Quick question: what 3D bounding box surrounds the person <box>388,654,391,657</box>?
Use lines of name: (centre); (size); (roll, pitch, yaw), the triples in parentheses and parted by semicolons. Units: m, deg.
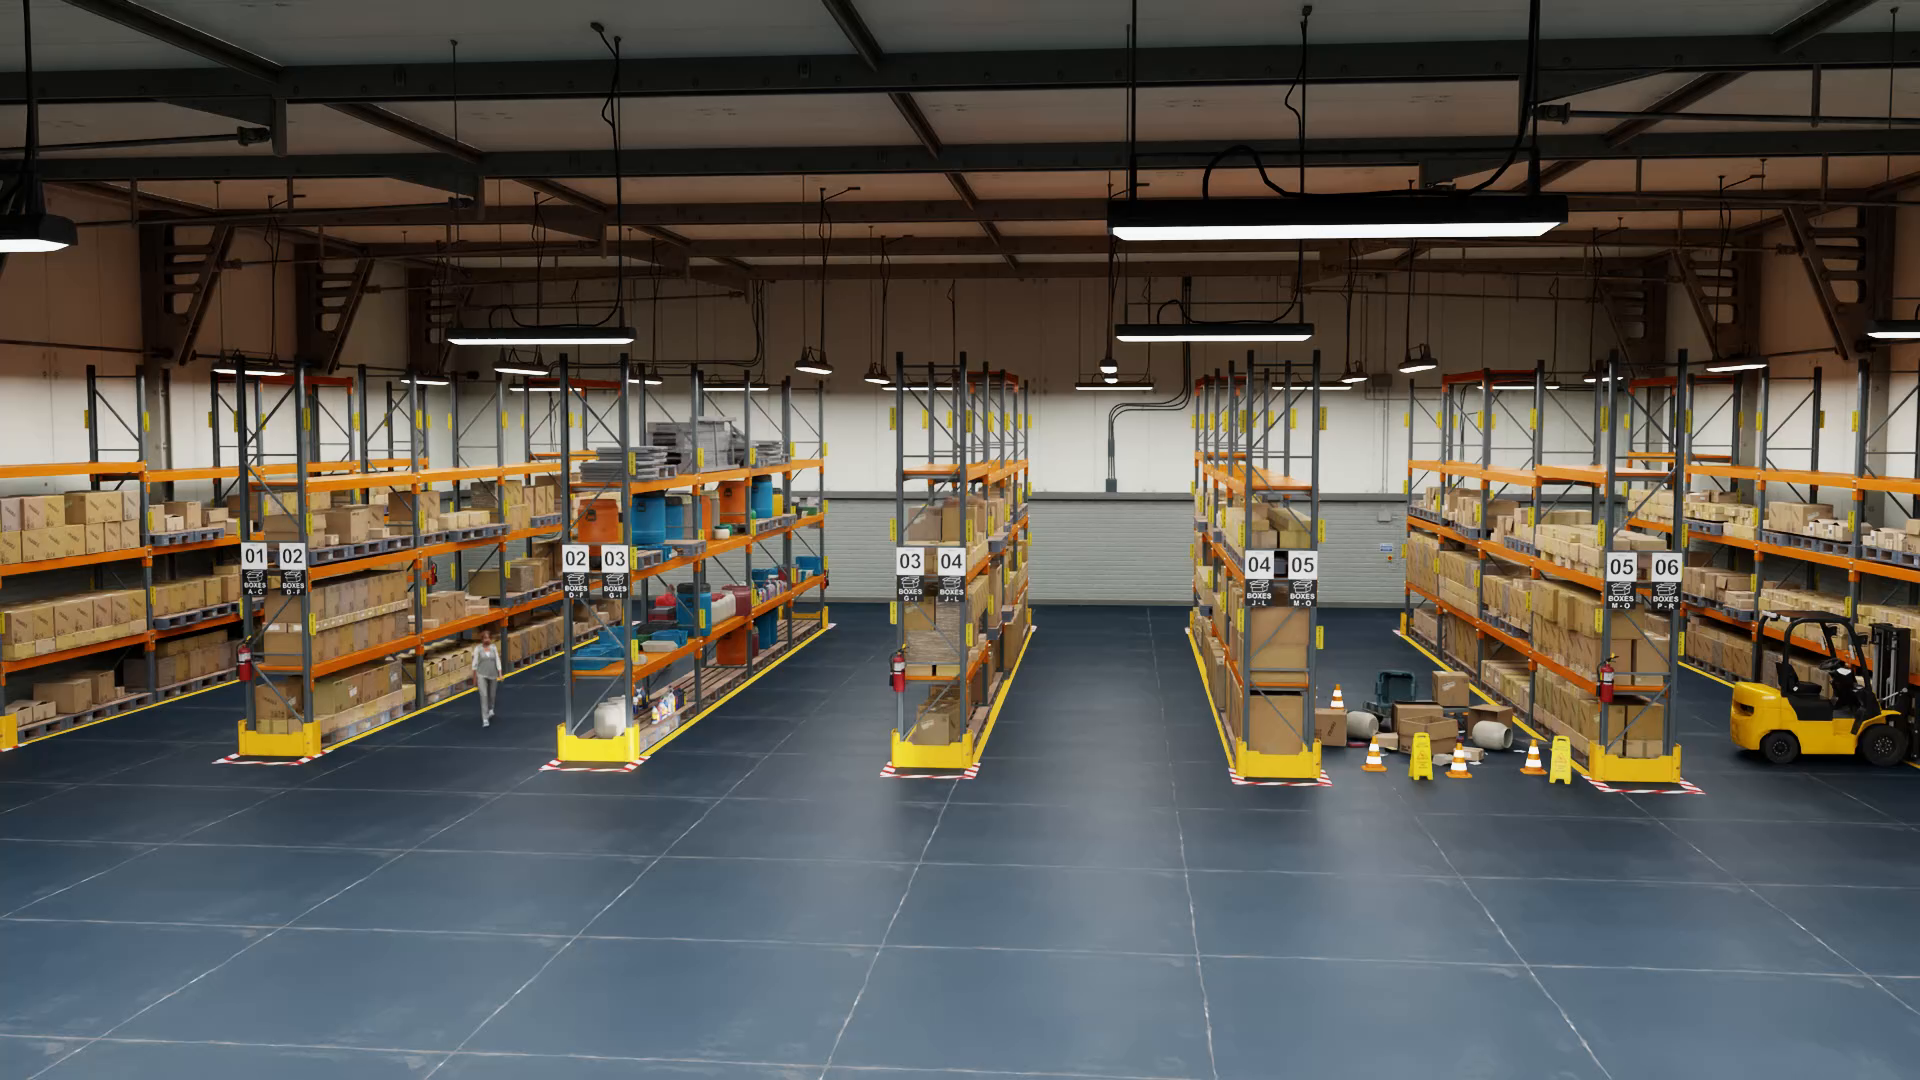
person: (-12.075, 1.725, 34.582); (0.456, 1.624, 0.948); (0, 4, 2)

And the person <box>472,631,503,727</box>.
person: (-7.826, 2.255, 27.517); (0.468, 1.536, 1.003); (-2, 4, -22)

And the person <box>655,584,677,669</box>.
person: (-5.948, 1.743, 33.643); (0.659, 1.732, 0.417); (1, 4, 10)
